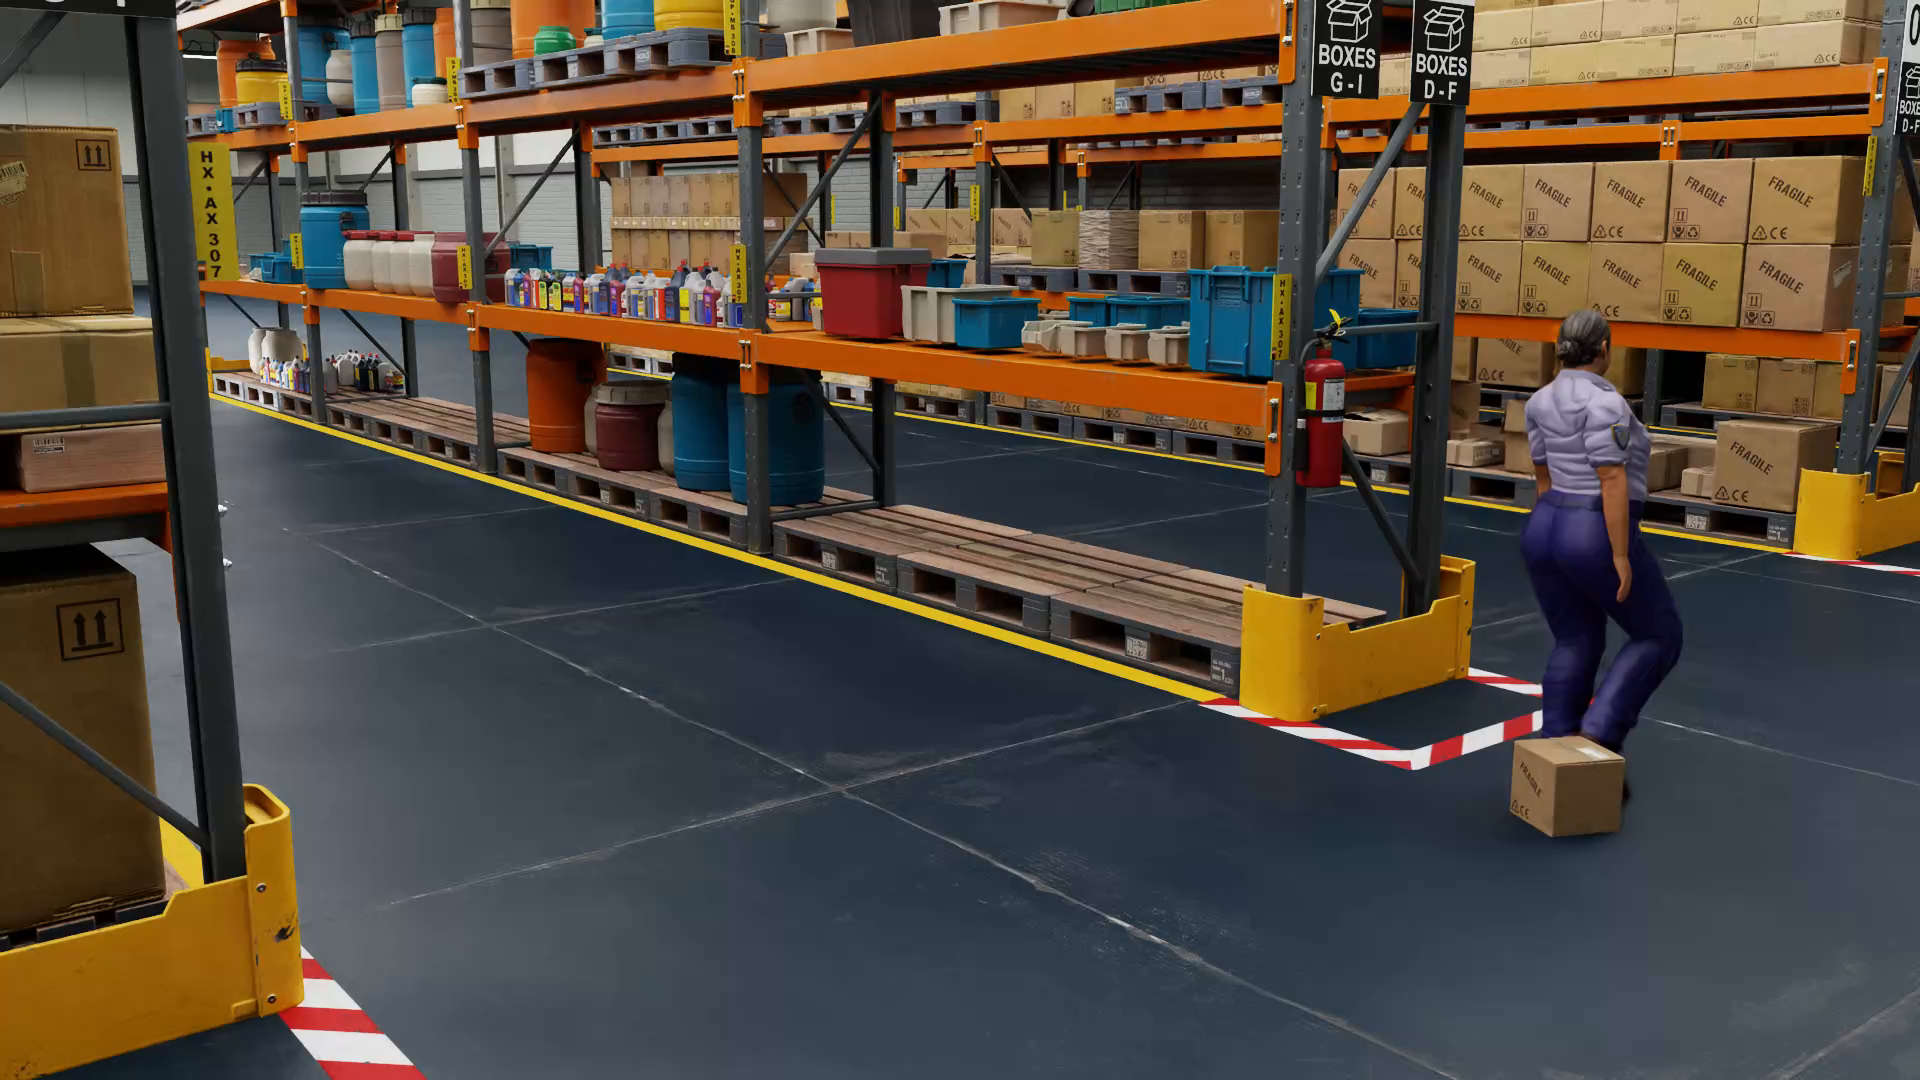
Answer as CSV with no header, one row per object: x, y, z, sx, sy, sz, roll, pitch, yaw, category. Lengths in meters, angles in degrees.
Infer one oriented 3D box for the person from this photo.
2.201,0.043,5.726,0.442,1.656,0.556,-4,12,-18,person
